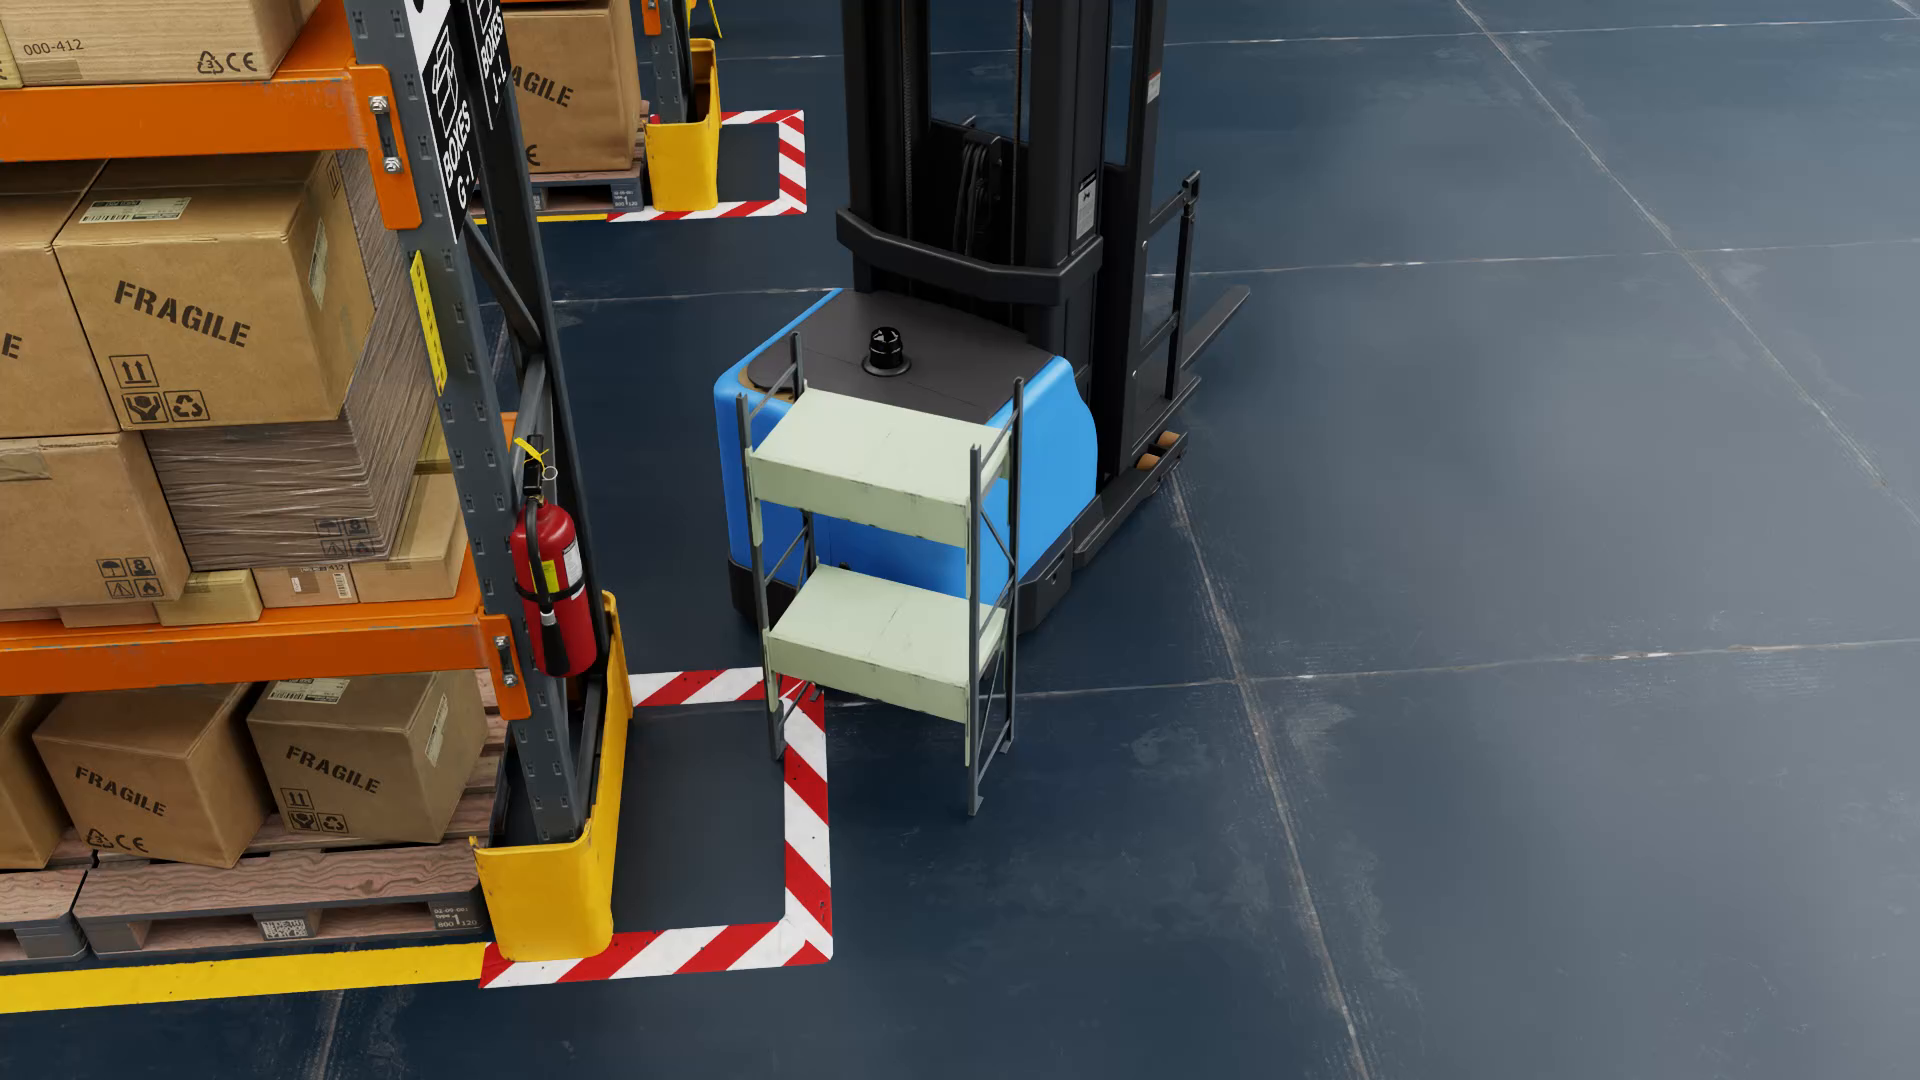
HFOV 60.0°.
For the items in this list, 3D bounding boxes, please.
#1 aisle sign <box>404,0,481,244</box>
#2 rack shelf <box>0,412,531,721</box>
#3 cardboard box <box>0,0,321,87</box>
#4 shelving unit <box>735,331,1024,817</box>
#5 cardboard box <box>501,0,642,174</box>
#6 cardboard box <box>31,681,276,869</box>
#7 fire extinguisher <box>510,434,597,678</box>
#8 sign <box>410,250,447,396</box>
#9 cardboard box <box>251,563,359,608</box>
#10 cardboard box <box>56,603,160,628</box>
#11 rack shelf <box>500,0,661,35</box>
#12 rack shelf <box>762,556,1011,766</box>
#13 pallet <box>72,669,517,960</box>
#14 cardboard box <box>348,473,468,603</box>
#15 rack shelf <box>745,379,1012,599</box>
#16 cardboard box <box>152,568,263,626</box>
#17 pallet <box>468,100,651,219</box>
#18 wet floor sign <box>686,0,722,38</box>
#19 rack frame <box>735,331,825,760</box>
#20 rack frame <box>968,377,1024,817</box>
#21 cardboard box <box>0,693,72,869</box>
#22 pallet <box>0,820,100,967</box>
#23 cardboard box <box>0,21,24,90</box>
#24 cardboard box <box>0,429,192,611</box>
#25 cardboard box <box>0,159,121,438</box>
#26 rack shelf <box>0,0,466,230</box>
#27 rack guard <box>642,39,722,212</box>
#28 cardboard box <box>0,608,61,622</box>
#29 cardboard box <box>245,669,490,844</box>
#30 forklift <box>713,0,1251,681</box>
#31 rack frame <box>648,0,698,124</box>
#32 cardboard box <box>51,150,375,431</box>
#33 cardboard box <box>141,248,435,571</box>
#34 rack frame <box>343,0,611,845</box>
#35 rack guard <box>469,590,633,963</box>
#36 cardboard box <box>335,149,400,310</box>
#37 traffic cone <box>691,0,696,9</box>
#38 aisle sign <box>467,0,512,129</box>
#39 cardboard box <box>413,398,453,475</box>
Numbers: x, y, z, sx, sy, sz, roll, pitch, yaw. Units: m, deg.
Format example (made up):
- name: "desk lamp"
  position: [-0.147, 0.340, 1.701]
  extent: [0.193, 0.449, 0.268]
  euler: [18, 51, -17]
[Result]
- name: "aisle sign"
  position: [-1.139, -1.090, 3.611]
  extent: [0.004, 0.787, 0.394]
  euler: [-3, 38, -4]
- name: "rack shelf"
  position: [-3.219, 0.141, 4.731]
  extent: [4.000, 0.370, 1.077]
  euler: [-3, 38, -4]
- name: "cardboard box"
  position: [-1.685, -1.187, 3.532]
  extent: [0.500, 0.250, 0.500]
  euler: [-2, 38, -3]
- name: "shelving unit"
  position: [-0.233, 0.141, 5.361]
  extent: [0.755, 1.500, 0.431]
  euler: [13, 40, 16]
- name: "cardboard box"
  position: [-2.235, -2.570, 8.962]
  extent: [0.875, 0.875, 0.875]
  euler: [-3, 38, -4]
- name: "cardboard box"
  position: [-2.443, 0.643, 5.192]
  extent: [0.500, 0.500, 0.500]
  euler: [6, 39, 8]
- name: "fire extinguisher"
  position: [-1.072, 0.057, 4.318]
  extent: [0.183, 0.674, 0.296]
  euler: [-3, 38, -4]
- name: "sign"
  position: [-1.198, -0.486, 3.755]
  extent: [0.005, 0.325, 0.100]
  euler: [-3, 38, -4]
- name: "cardboard box"
  position: [-1.742, 0.004, 4.527]
  extent: [0.250, 0.149, 0.380]
  euler: [-3, 38, -4]
- name: "cardboard box"
  position: [-2.237, 0.053, 4.464]
  extent: [0.250, 0.149, 0.380]
  euler: [-3, 38, -4]
- name: "rack shelf"
  position: [-3.558, -2.925, 8.616]
  extent: [4.000, 0.370, 1.077]
  euler: [-3, 38, -4]
- name: "rack shelf"
  position: [-0.233, 0.397, 5.563]
  extent: [0.720, 0.370, 0.431]
  euler: [13, 40, 16]
- name: "pallet"
  position: [-2.115, 0.870, 5.476]
  extent: [1.213, 0.211, 1.003]
  euler: [-3, 38, -4]
- name: "cardboard box"
  position: [-1.493, -0.010, 4.543]
  extent: [0.250, 0.149, 0.380]
  euler: [-3, 38, -4]
- name: "rack shelf"
  position: [-0.233, -0.166, 5.119]
  extent: [0.720, 0.370, 0.431]
  euler: [13, 40, 16]
- name: "cardboard box"
  position: [-1.986, 0.049, 4.469]
  extent: [0.250, 0.149, 0.380]
  euler: [-3, 38, -4]
- name: "pallet"
  position: [-2.355, -2.130, 9.279]
  extent: [1.213, 0.211, 1.003]
  euler: [-3, 38, -4]
- name: "wet floor sign"
  position: [-1.712, -3.616, 10.812]
  extent: [0.232, 0.644, 0.267]
  euler: [-9, 39, -12]
- name: "rack frame"
  position: [-0.575, 0.060, 5.464]
  extent: [0.023, 1.500, 0.400]
  euler: [13, 40, 16]
- name: "rack frame"
  position: [0.109, 0.222, 5.258]
  extent: [0.023, 1.500, 0.400]
  euler: [13, 40, 16]
- name: "cardboard box"
  position: [-3.068, 0.666, 5.164]
  extent: [0.500, 0.500, 0.500]
  euler: [0, 38, 0]
- name: "pallet"
  position: [-3.328, 0.935, 5.394]
  extent: [1.213, 0.211, 1.003]
  euler: [-3, 38, -4]
- name: "cardboard box"
  position: [-2.182, -1.158, 3.495]
  extent: [0.500, 0.250, 0.500]
  euler: [-3, 38, -4]
- name: "cardboard box"
  position: [-2.265, -0.293, 4.378]
  extent: [0.500, 0.500, 0.875]
  euler: [-3, 38, -4]
- name: "cardboard box"
  position: [-2.251, -0.586, 3.943]
  extent: [0.500, 0.500, 0.500]
  euler: [-3, 38, -4]
- name: "rack shelf"
  position: [-3.219, -1.037, 3.801]
  extent: [4.000, 0.370, 1.077]
  euler: [-3, 38, -4]
- name: "rack guard"
  position: [-1.542, -2.337, 9.308]
  extent: [0.348, 0.500, 1.175]
  euler: [-3, 38, -4]
- name: "cardboard box"
  position: [-2.489, 0.042, 4.479]
  extent: [0.250, 0.149, 0.380]
  euler: [-3, 38, -4]
- name: "cardboard box"
  position: [-1.851, 0.589, 5.261]
  extent: [0.500, 0.500, 0.500]
  euler: [4, 38, 4]
- name: "forklift"
  position: [0.320, -1.482, 6.262]
  extent: [1.130, 2.935, 3.031]
  euler: [20, 43, 24]
- name: "rack frame"
  position: [-1.566, -3.317, 8.532]
  extent: [0.127, 3.000, 1.000]
  euler: [-3, 38, -4]
- name: "cardboard box"
  position: [-1.753, -0.617, 3.983]
  extent: [0.500, 0.500, 0.500]
  euler: [-3, 38, -4]
- name: "cardboard box"
  position: [-1.777, -0.394, 4.507]
  extent: [0.500, 0.500, 0.875]
  euler: [-3, 38, -4]
- name: "rack frame"
  position: [-1.227, -0.251, 4.647]
  extent: [0.127, 3.000, 1.000]
  euler: [-3, 38, -4]
- name: "rack guard"
  position: [-1.303, 0.734, 5.416]
  extent: [0.348, 0.500, 1.175]
  euler: [-3, 38, -4]
- name: "cardboard box"
  position: [-1.799, -0.938, 4.389]
  extent: [0.500, 0.500, 0.500]
  euler: [-3, 38, -4]
- name: "traffic cone"
  position: [-1.982, -3.884, 11.299]
  extent: [0.334, 0.463, 0.336]
  euler: [-3, 38, -4]
- name: "aisle sign"
  position: [-1.192, -1.460, 4.080]
  extent: [0.004, 0.787, 0.394]
  euler: [-3, 38, -4]
- name: "cardboard box"
  position: [-1.532, -0.284, 4.891]
  extent: [0.250, 0.149, 0.380]
  euler: [-3, 38, -4]
